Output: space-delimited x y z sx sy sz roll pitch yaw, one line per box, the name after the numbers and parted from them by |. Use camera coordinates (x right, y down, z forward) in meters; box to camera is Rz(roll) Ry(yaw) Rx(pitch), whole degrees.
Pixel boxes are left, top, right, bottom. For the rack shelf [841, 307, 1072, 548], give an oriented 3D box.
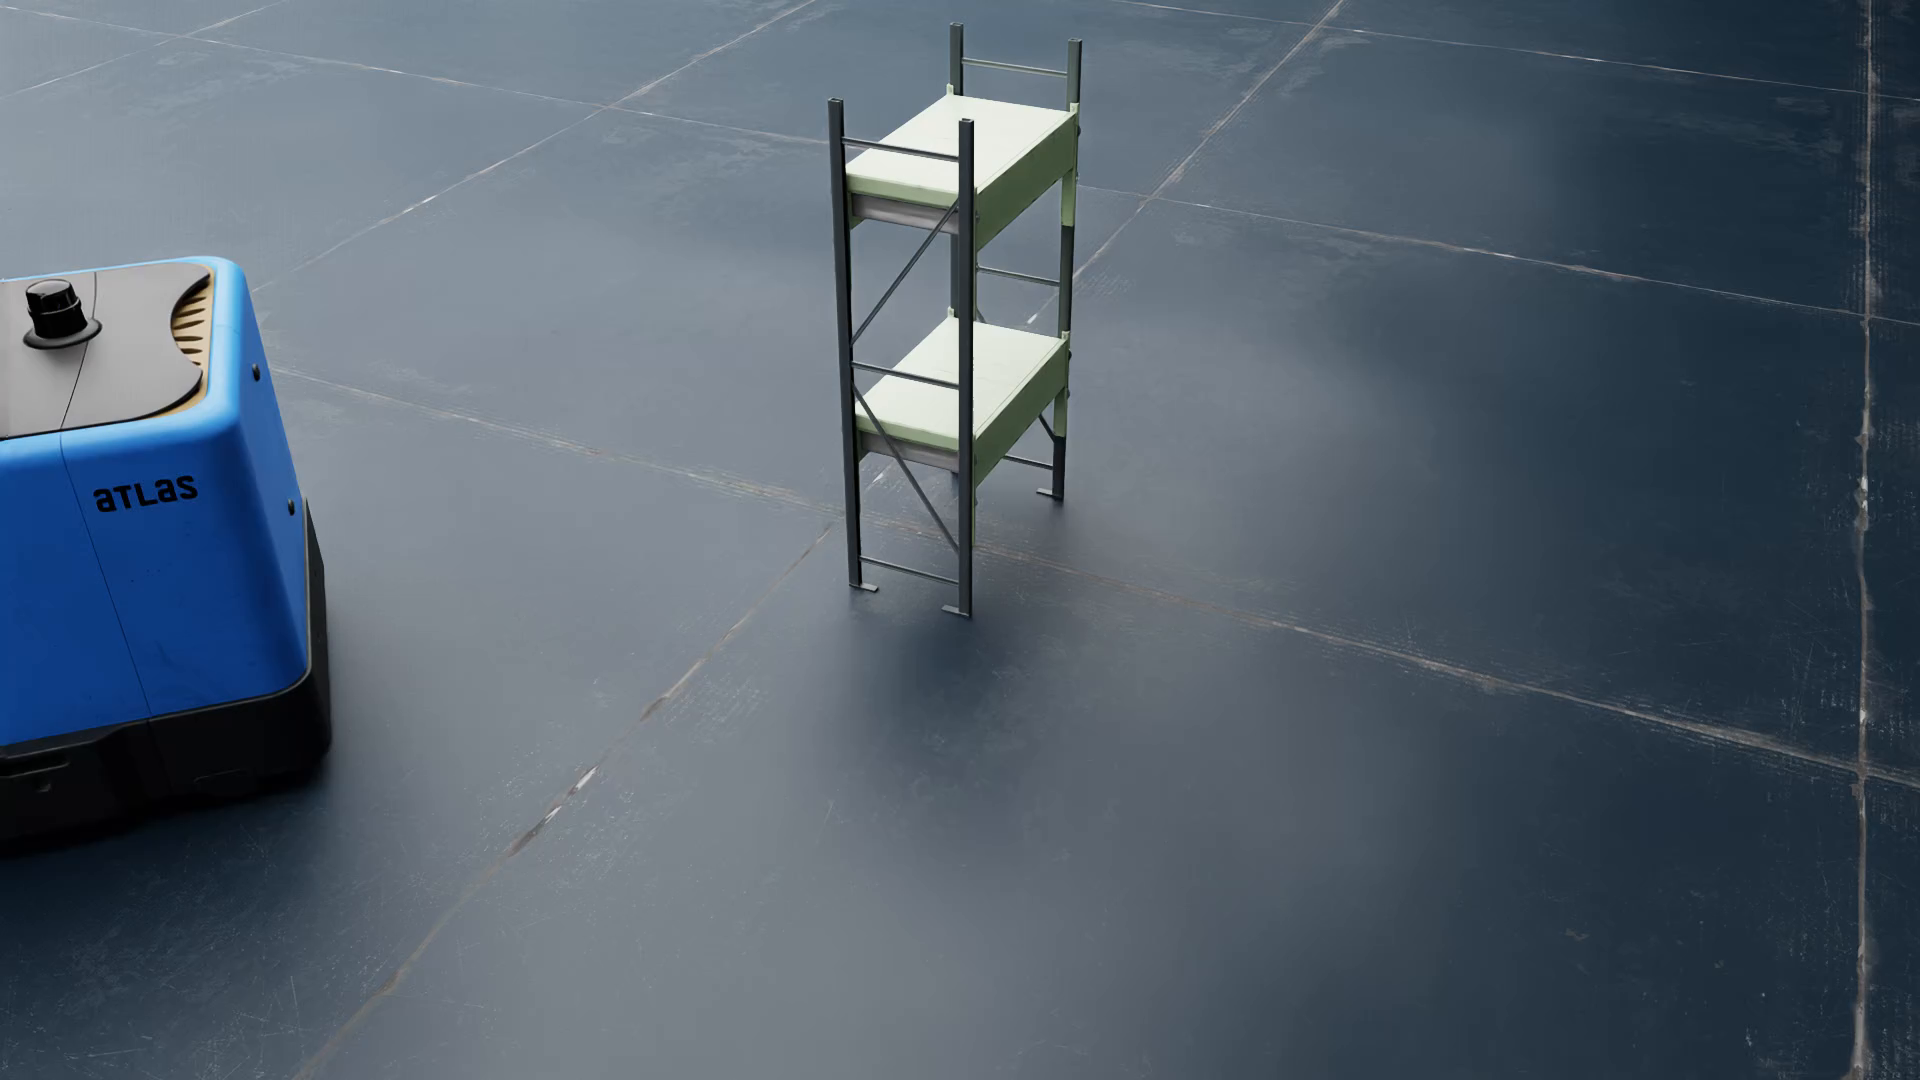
0.003 -0.358 5.023 0.431 0.370 0.720 14 36 20 | rack shelf

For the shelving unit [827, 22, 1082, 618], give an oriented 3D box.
0.003 -0.631 4.844 0.431 1.500 0.755 14 36 20 | shelving unit

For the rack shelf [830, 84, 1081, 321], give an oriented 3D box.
0.003 -0.957 4.630 0.431 0.370 0.720 14 36 20 | rack shelf

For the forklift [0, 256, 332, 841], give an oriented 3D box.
-3.206 -0.596 3.486 3.031 2.935 1.130 -11 35 -16 | forklift

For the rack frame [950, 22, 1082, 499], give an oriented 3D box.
0.156 -0.813 5.122 0.400 1.500 0.023 14 36 20 | rack frame

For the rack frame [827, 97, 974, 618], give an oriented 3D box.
-0.150 -0.448 4.566 0.400 1.500 0.023 14 36 20 | rack frame
